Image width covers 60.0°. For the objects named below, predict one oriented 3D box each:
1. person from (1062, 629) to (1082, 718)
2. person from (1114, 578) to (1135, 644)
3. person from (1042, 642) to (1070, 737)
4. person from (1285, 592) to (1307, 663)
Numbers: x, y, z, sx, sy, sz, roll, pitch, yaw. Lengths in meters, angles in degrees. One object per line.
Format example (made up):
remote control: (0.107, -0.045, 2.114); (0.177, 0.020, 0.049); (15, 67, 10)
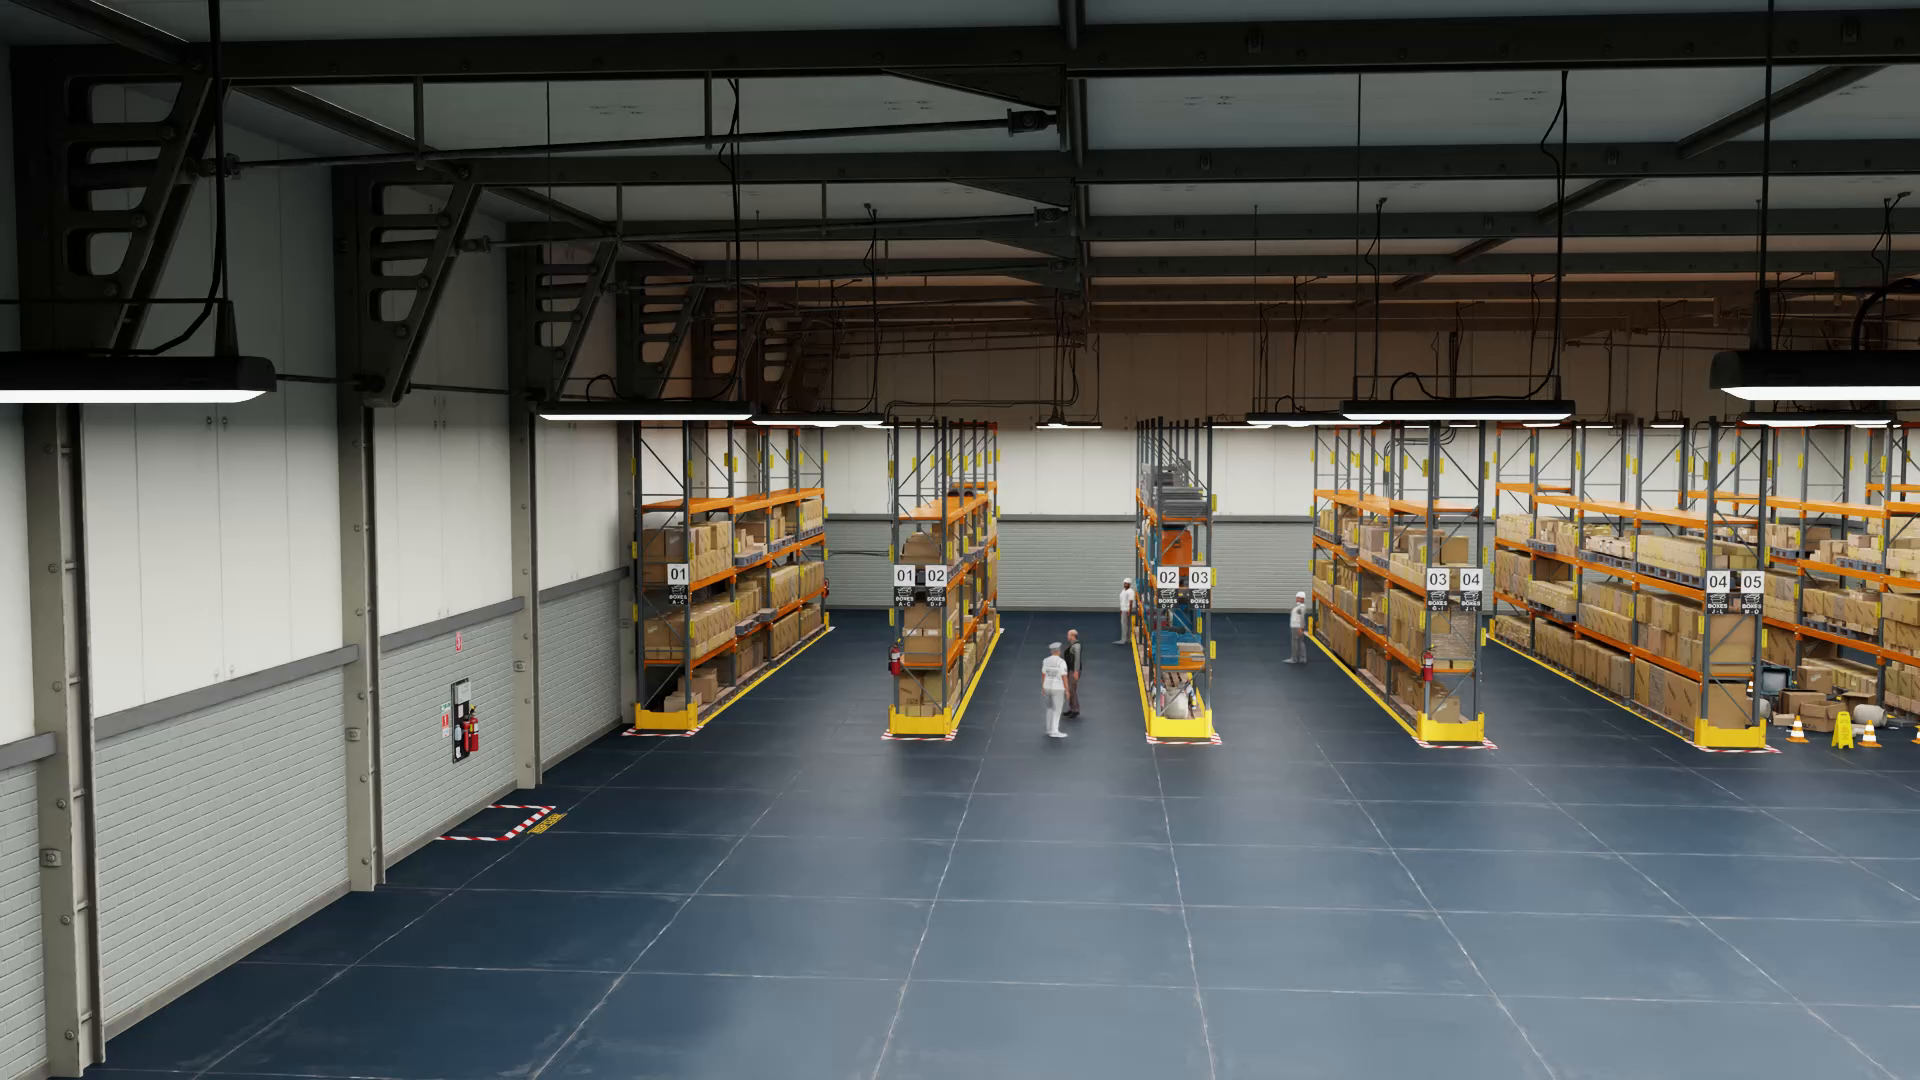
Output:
person: (2.250, 2.686, 33.473); (0.392, 1.759, 0.610); (0, 4, -6)
person: (4.446, 1.908, 44.972); (0.531, 1.766, 0.599); (0, 4, 2)
person: (1.832, 2.815, 31.246); (0.511, 1.791, 0.619); (-3, 5, -40)
person: (8.326, 2.157, 41.141); (0.527, 1.773, 0.518); (1, 4, 21)
